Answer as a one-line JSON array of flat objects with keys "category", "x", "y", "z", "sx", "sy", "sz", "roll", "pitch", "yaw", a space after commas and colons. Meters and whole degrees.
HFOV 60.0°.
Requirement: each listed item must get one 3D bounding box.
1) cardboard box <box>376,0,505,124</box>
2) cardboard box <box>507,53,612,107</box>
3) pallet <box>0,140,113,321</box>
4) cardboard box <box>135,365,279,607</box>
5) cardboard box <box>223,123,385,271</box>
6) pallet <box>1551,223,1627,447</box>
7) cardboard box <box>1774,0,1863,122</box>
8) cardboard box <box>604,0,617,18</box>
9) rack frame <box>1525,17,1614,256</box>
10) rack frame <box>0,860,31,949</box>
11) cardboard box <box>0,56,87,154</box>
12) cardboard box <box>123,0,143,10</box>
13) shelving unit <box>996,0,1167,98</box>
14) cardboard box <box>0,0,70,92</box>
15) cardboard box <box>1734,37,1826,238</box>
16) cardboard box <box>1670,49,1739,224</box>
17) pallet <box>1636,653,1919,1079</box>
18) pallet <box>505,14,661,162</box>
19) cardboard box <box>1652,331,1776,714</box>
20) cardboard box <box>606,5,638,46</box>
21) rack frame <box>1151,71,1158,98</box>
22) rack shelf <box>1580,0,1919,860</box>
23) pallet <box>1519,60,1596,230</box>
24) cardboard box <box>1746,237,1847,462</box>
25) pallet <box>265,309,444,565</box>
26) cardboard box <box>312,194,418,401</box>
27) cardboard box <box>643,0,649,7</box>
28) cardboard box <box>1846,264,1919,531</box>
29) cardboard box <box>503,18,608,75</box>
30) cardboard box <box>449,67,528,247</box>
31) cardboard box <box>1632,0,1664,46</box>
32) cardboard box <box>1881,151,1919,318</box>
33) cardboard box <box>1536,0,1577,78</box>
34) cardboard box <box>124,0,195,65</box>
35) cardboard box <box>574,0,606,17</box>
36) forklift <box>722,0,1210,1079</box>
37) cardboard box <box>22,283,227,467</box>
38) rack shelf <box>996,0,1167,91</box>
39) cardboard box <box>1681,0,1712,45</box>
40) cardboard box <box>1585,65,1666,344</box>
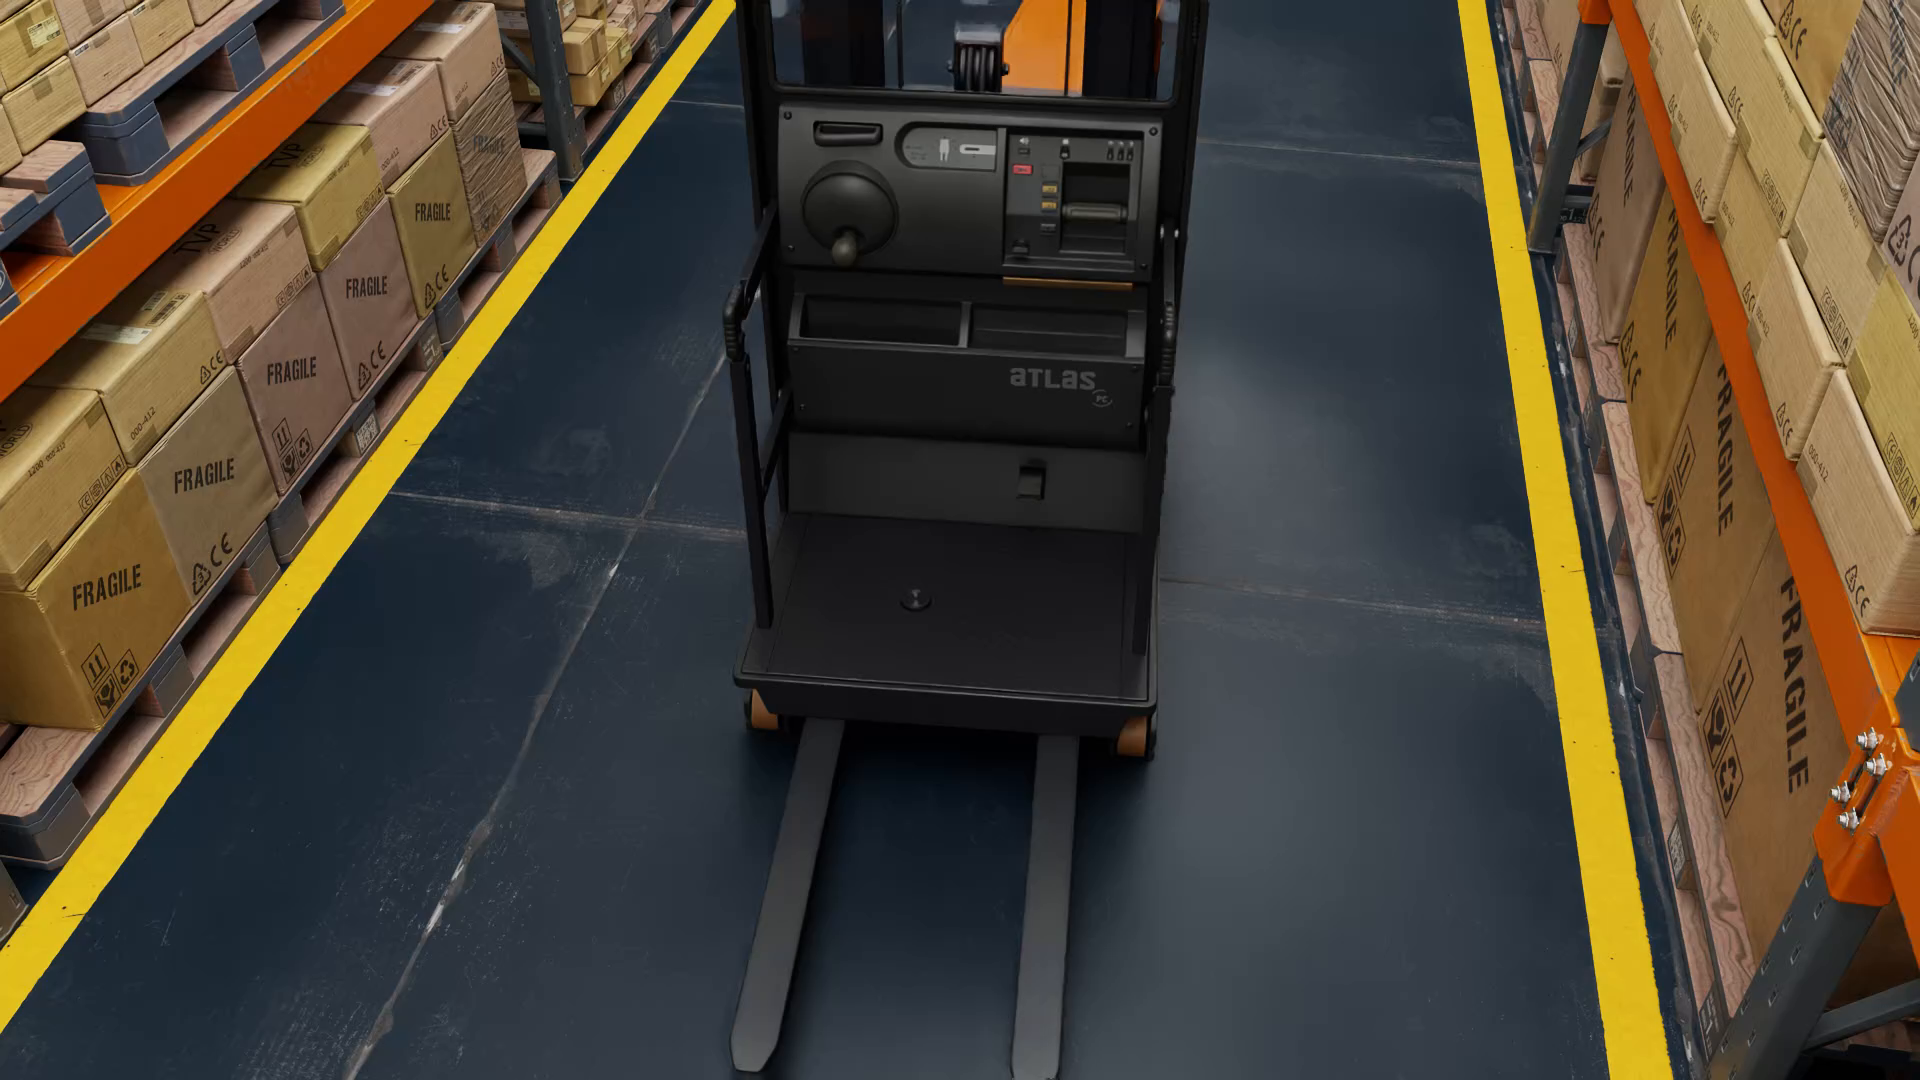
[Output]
[{"category": "cardboard box", "x": -2.004, "y": -1.756, "z": 6.064, "sx": 0.500, "sy": 0.250, "sz": 0.500, "roll": 5, "pitch": 40, "yaw": 6}, {"category": "cardboard box", "x": -1.745, "y": -2.020, "z": 7.247, "sx": 0.380, "sy": 0.149, "sz": 0.250, "roll": 5, "pitch": 40, "yaw": 6}, {"category": "pallet", "x": -2.798, "y": -0.639, "z": 3.819, "sx": 1.213, "sy": 0.211, "sz": 1.003, "roll": 6, "pitch": 40, "yaw": 8}, {"category": "cardboard box", "x": -2.359, "y": -0.184, "z": 4.750, "sx": 0.500, "sy": 0.500, "sz": 0.500, "roll": 7, "pitch": 40, "yaw": 8}, {"category": "cardboard box", "x": -2.184, "y": -1.102, "z": 5.272, "sx": 0.500, "sy": 0.250, "sz": 0.500, "roll": 5, "pitch": 40, "yaw": 6}, {"category": "pallet", "x": 2.709, "y": -0.714, "z": 5.948, "sx": 1.003, "sy": 0.211, "sz": 1.213, "roll": 6, "pitch": 40, "yaw": 8}, {"category": "cardboard box", "x": 2.082, "y": -1.182, "z": 3.463, "sx": 0.500, "sy": 0.500, "sz": 0.500, "roll": 6, "pitch": 40, "yaw": 8}, {"category": "cardboard box", "x": -1.784, "y": -2.459, "z": 7.545, "sx": 0.380, "sy": 0.149, "sz": 0.250, "roll": 6, "pitch": 40, "yaw": 7}, {"category": "rack frame", "x": 2.769, "y": -2.281, "z": 5.655, "sx": 1.000, "sy": 3.000, "sz": 0.127, "roll": 6, "pitch": 40, "yaw": 8}, {"category": "rack frame", "x": -2.816, "y": -0.254, "z": 3.203, "sx": 1.000, "sy": 3.000, "sz": 0.127, "roll": 6, "pitch": 40, "yaw": 8}, {"category": "cardboard box", "x": -2.402, "y": -1.084, "z": 4.075, "sx": 0.380, "sy": 0.149, "sz": 0.250, "roll": 8, "pitch": 40, "yaw": 10}, {"category": "cardboard box", "x": -2.313, "y": -1.523, "z": 4.372, "sx": 0.380, "sy": 0.149, "sz": 0.250, "roll": 6, "pitch": 40, "yaw": 7}, {"category": "shelving unit", "x": 0.379, "y": -1.387, "z": 6.045, "sx": 0.538, "sy": 1.125, "sz": 1.048, "roll": 9, "pitch": 40, "yaw": 11}, {"category": "cardboard box", "x": -2.404, "y": -1.211, "z": 3.995, "sx": 0.380, "sy": 0.149, "sz": 0.250, "roll": 7, "pitch": 40, "yaw": 8}, {"category": "cardboard box", "x": 2.064, "y": -0.884, "z": 3.690, "sx": 0.500, "sy": 0.250, "sz": 0.500, "roll": 5, "pitch": 40, "yaw": 7}, {"category": "cardboard box", "x": 2.145, "y": -1.019, "z": 4.246, "sx": 0.500, "sy": 0.250, "sz": 0.500, "roll": 6, "pitch": 40, "yaw": 7}, {"category": "pallet", "x": 2.287, "y": 0.817, "z": 4.096, "sx": 1.003, "sy": 0.211, "sz": 1.213, "roll": 6, "pitch": 40, "yaw": 8}, {"category": "pallet", "x": -2.043, "y": -2.115, "z": 7.642, "sx": 1.003, "sy": 0.211, "sz": 1.213, "roll": 6, "pitch": 40, "yaw": 8}, {"category": "cardboard box", "x": 2.436, "y": -0.098, "z": 4.352, "sx": 0.875, "sy": 0.875, "sz": 0.875, "roll": 7, "pitch": 40, "yaw": 8}, {"category": "cardboard box", "x": -1.707, "y": -2.349, "z": 7.645, "sx": 0.380, "sy": 0.149, "sz": 0.250, "roll": 6, "pitch": 40, "yaw": 7}, {"category": "rack frame", "x": 0.504, "y": -1.701, "z": 6.424, "sx": 0.500, "sy": 1.125, "sz": 0.032, "roll": 9, "pitch": 40, "yaw": 11}, {"category": "rack shelf", "x": 2.423, "y": -0.749, "z": 4.367, "sx": 1.077, "sy": 0.370, "sz": 4.000, "roll": 6, "pitch": 40, "yaw": 8}, {"category": "pallet", "x": 2.977, "y": -1.675, "z": 7.111, "sx": 1.003, "sy": 0.211, "sz": 1.213, "roll": 6, "pitch": 40, "yaw": 8}, {"category": "cardboard box", "x": 1.981, "y": -0.382, "z": 3.475, "sx": 0.500, "sy": 0.250, "sz": 0.500, "roll": 7, "pitch": 40, "yaw": 8}, {"category": "pallet", "x": -2.466, "y": -0.433, "z": 5.607, "sx": 1.003, "sy": 0.211, "sz": 1.213, "roll": 6, "pitch": 40, "yaw": 8}, {"category": "cardboard box", "x": -2.186, "y": -0.827, "z": 5.528, "sx": 0.500, "sy": 0.500, "sz": 0.500, "roll": 6, "pitch": 40, "yaw": 7}, {"category": "cardboard box", "x": -1.700, "y": -2.686, "z": 8.053, "sx": 0.380, "sy": 0.149, "sz": 0.250, "roll": 5, "pitch": 40, "yaw": 6}, {"category": "cardboard box", "x": 1.910, "y": -0.238, "z": 2.909, "sx": 0.500, "sy": 0.250, "sz": 0.500, "roll": 6, "pitch": 40, "yaw": 8}, {"category": "cardboard box", "x": -1.746, "y": -2.134, "z": 7.151, "sx": 0.380, "sy": 0.149, "sz": 0.250, "roll": 8, "pitch": 40, "yaw": 10}, {"category": "cardboard box", "x": -2.004, "y": -1.470, "z": 6.306, "sx": 0.500, "sy": 0.500, "sz": 0.500, "roll": 6, "pitch": 40, "yaw": 7}, {"category": "cardboard box", "x": 2.345, "y": -1.652, "z": 5.011, "sx": 0.500, "sy": 0.250, "sz": 0.500, "roll": 5, "pitch": 40, "yaw": 7}, {"category": "cardboard box", "x": 1.908, "y": -0.548, "z": 2.696, "sx": 0.500, "sy": 0.500, "sz": 0.500, "roll": 5, "pitch": 40, "yaw": 6}, {"category": "cardboard box", "x": 3.137, "y": -2.400, "z": 7.480, "sx": 0.875, "sy": 0.438, "sz": 0.875, "roll": 5, "pitch": 40, "yaw": 6}, {"category": "cardboard box", "x": -2.313, "y": -1.409, "z": 4.468, "sx": 0.380, "sy": 0.149, "sz": 0.250, "roll": 7, "pitch": 40, "yaw": 8}, {"category": "cardboard box", "x": -1.754, "y": -2.416, "z": 7.259, "sx": 0.380, "sy": 0.149, "sz": 0.250, "roll": 8, "pitch": 40, "yaw": 10}, {"category": "forklift", "x": 0.000, "y": -0.770, "z": 3.881, "sx": 1.130, "sy": 2.935, "sz": 3.031, "roll": 4, "pitch": 40, "yaw": 4}, {"category": "cardboard box", "x": -2.371, "y": -0.465, "z": 4.502, "sx": 0.500, "sy": 0.250, "sz": 0.500, "roll": 6, "pitch": 40, "yaw": 7}, {"category": "rack shelf", "x": 0.379, "y": -1.612, "z": 5.858, "sx": 0.538, "sy": 0.278, "sz": 1.000, "roll": 9, "pitch": 40, "yaw": 11}, {"category": "cardboard box", "x": 2.239, "y": -1.527, "z": 4.469, "sx": 0.500, "sy": 0.250, "sz": 0.500, "roll": 7, "pitch": 40, "yaw": 8}, {"category": "cardboard box", "x": 2.740, "y": -1.227, "z": 5.717, "sx": 0.875, "sy": 0.875, "sz": 0.875, "roll": 8, "pitch": 40, "yaw": 9}]
